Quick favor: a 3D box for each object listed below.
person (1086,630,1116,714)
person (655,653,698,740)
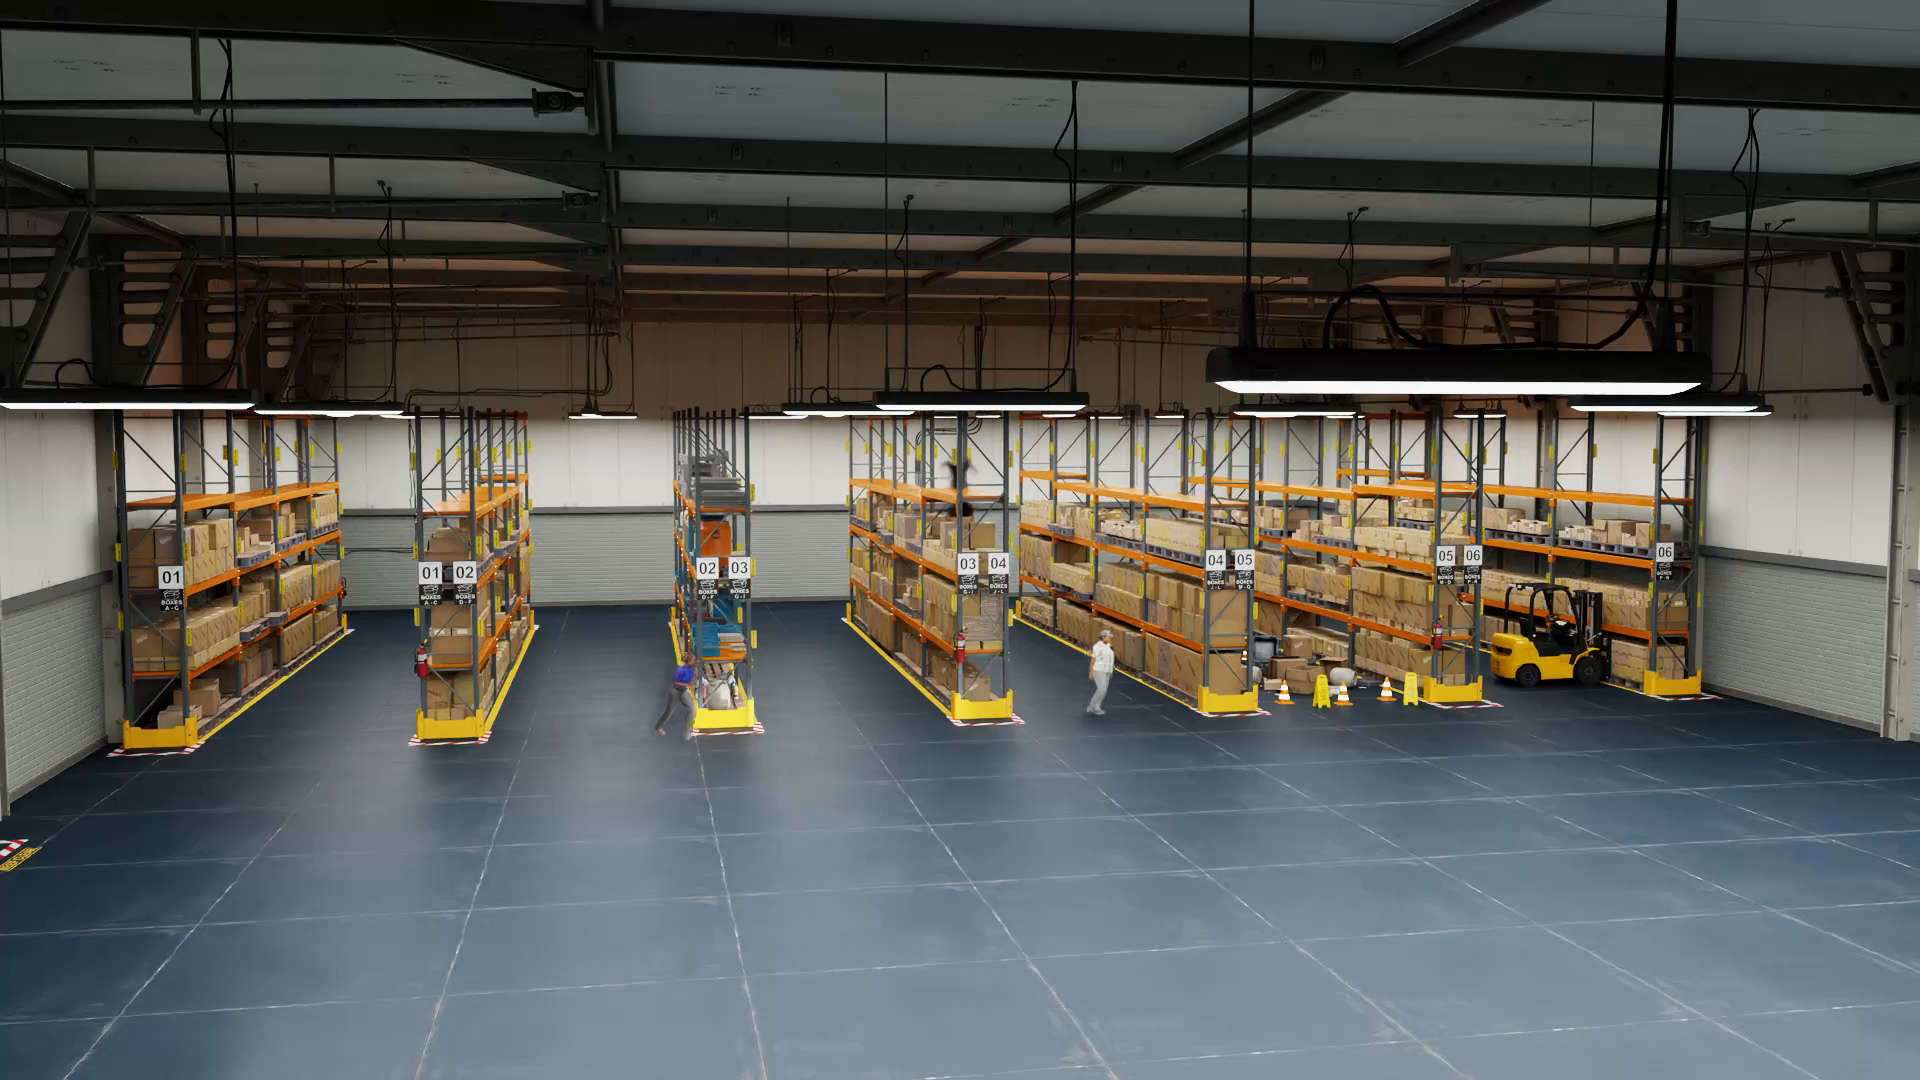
[{"bbox_3d":[2.755,2.583,32.433,0.460,1.658,0.590,4,5,41],"label":"person"},{"bbox_3d":[-5.104,2.831,30.059,0.963,1.624,0.597,2,5,29],"label":"person"}]
